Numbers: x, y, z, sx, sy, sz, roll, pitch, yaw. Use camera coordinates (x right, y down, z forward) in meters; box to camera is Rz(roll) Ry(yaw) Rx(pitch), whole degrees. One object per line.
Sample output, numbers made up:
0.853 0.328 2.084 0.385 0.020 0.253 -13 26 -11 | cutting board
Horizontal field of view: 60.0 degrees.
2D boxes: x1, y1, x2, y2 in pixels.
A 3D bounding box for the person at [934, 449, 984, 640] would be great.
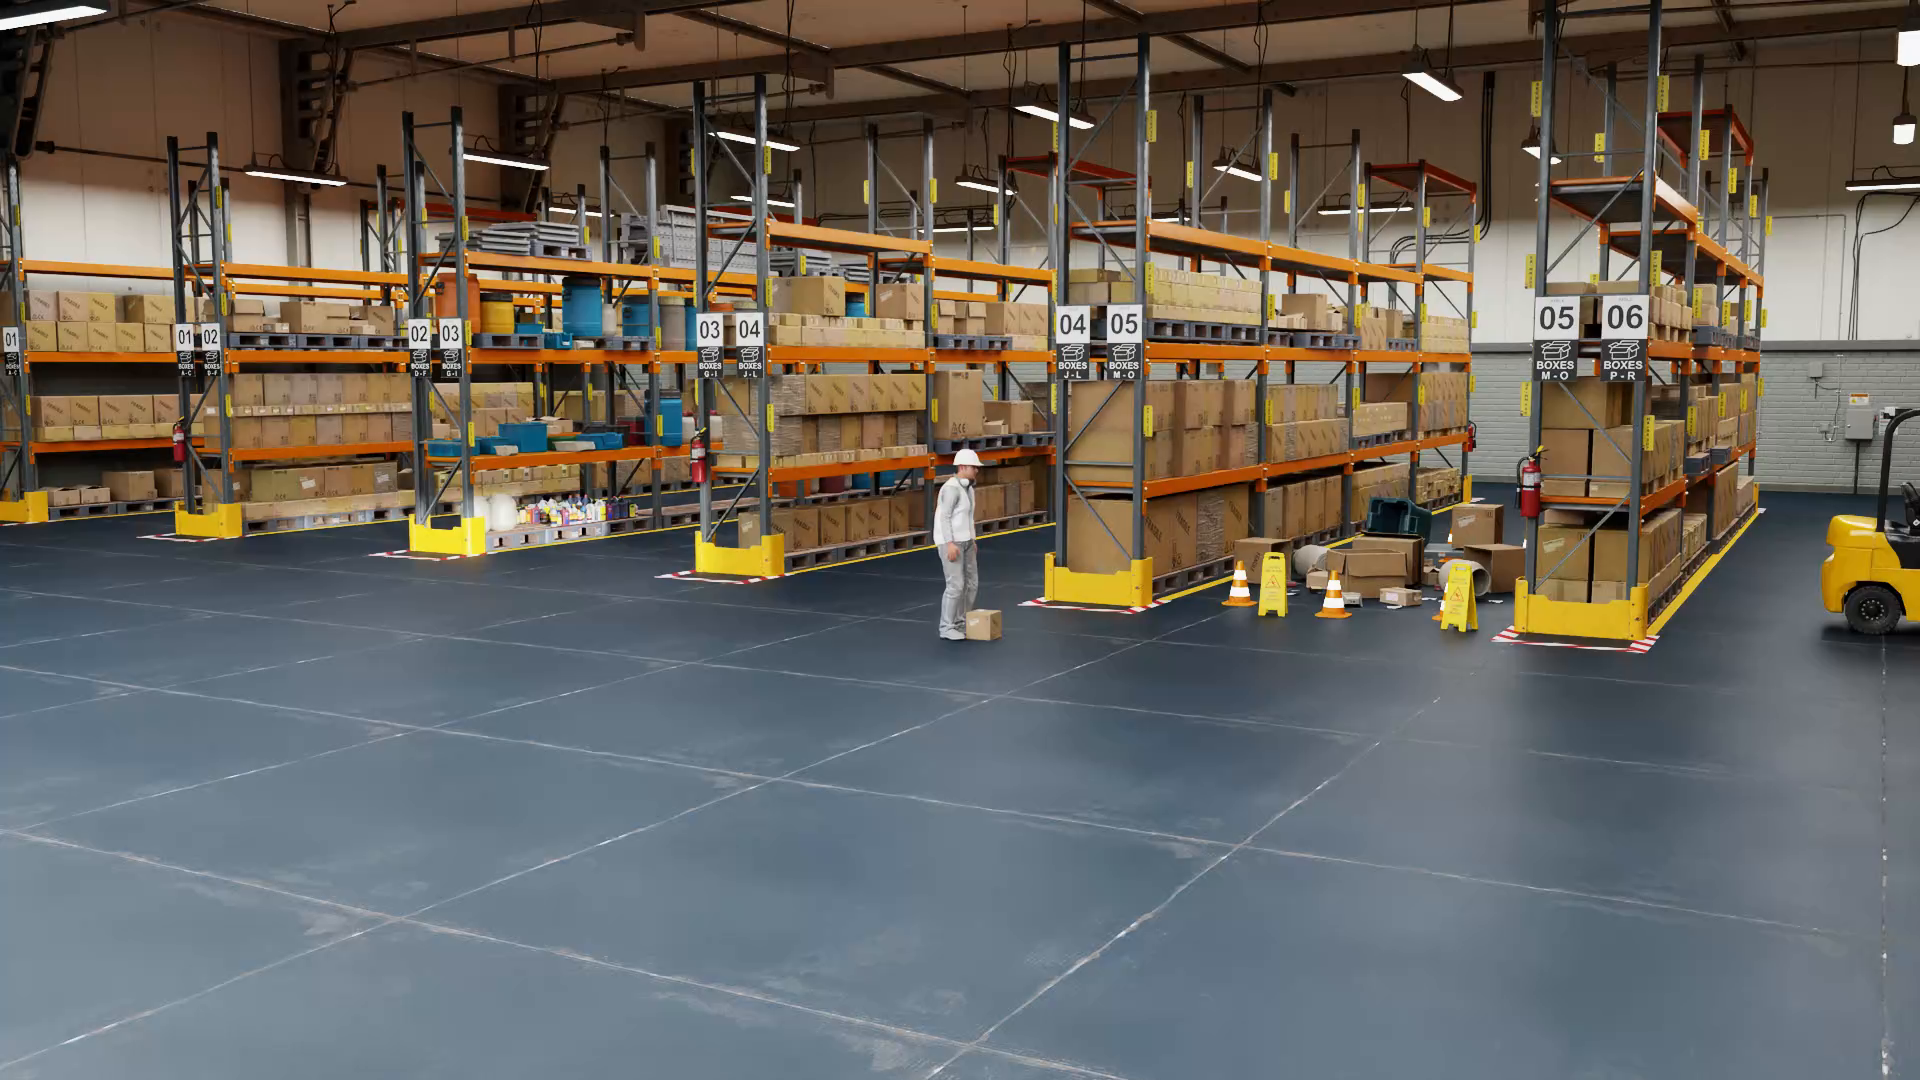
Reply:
0.003 0.029 15.713 0.471 1.772 0.594 3 7 25 | person
